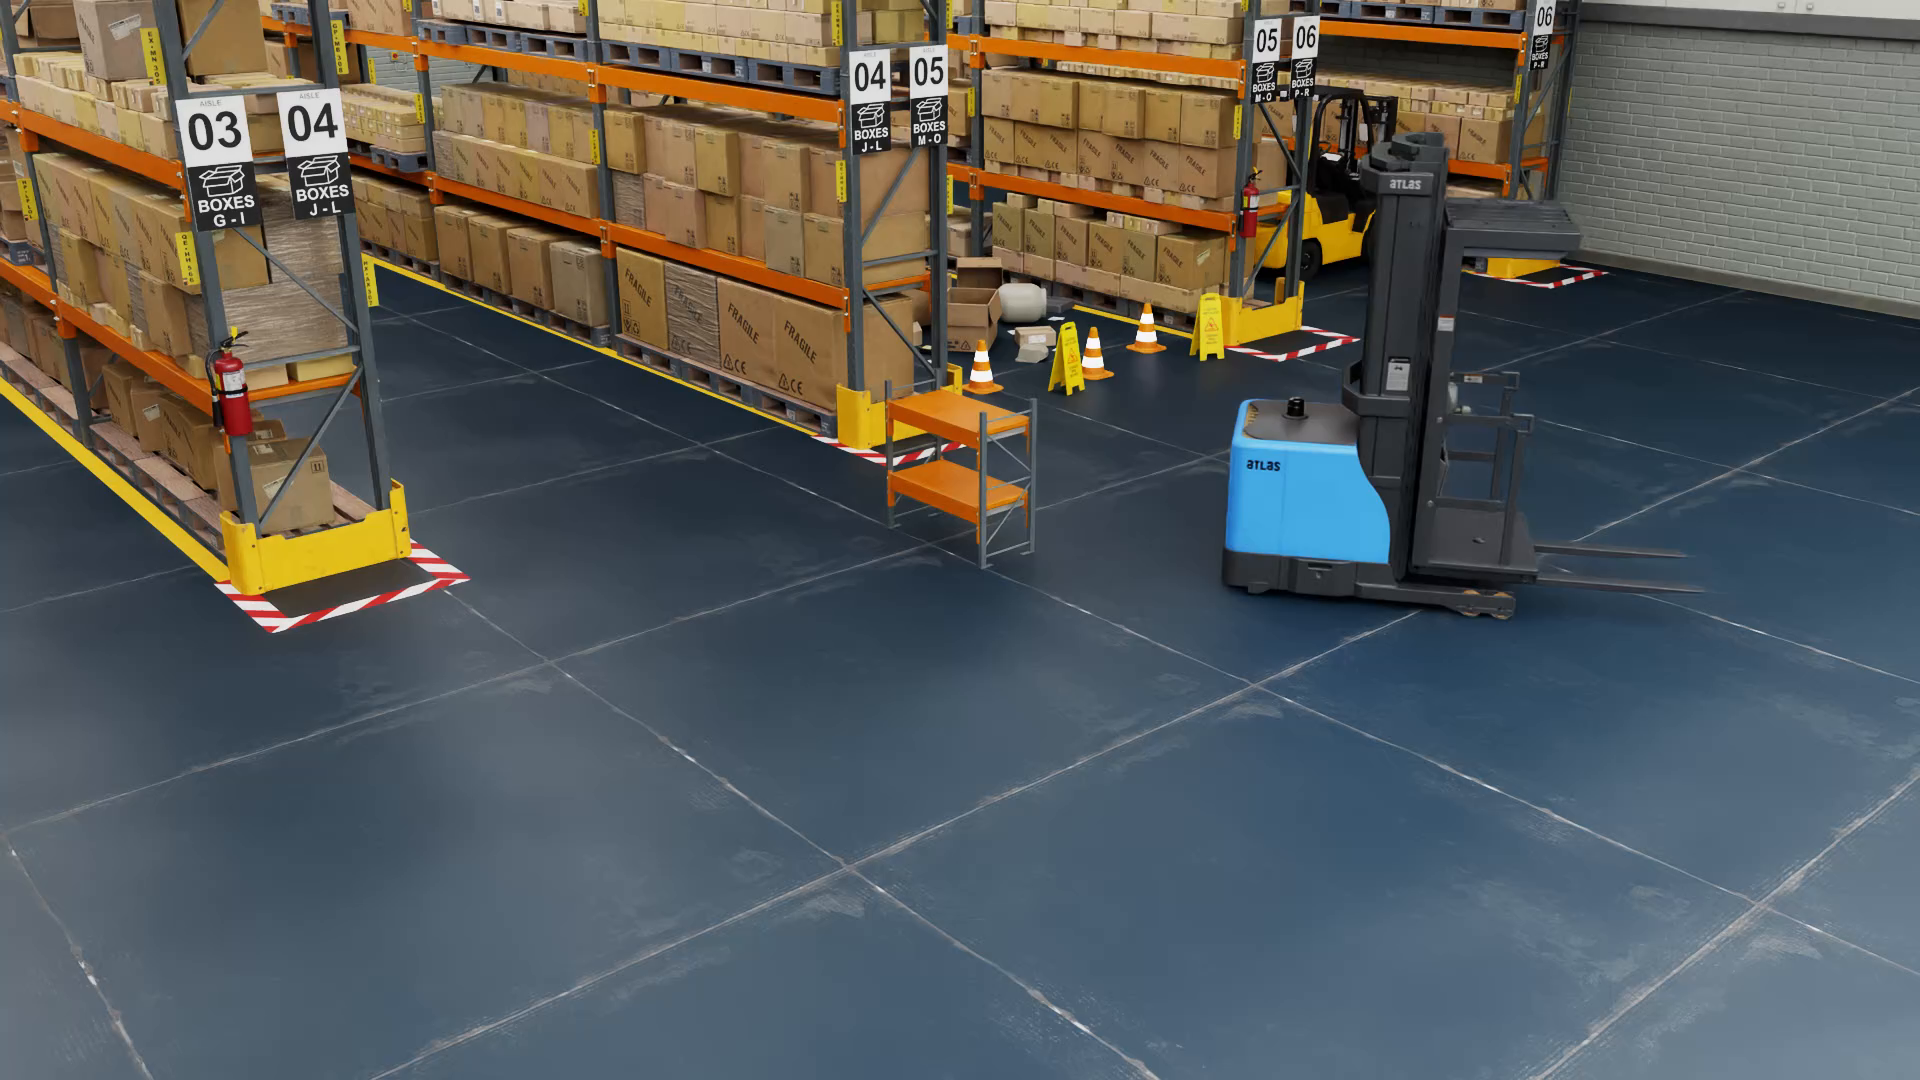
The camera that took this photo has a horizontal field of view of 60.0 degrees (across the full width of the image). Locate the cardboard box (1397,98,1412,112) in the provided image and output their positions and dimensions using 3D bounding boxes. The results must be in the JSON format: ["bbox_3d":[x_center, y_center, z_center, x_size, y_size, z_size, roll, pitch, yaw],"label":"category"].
[{"bbox_3d":[5.624,-5.450,20.760,0.380,0.149,0.250,-17,27,-37],"label":"cardboard box"}]

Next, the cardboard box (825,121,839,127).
[{"bbox_3d":[-1.524,-5.443,21.536,0.380,0.149,0.250,-17,27,-37],"label":"cardboard box"}]

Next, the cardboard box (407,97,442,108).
[{"bbox_3d":[-6.586,-5.365,20.521,0.380,0.149,0.250,-16,26,-35],"label":"cardboard box"}]

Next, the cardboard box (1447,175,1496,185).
[{"bbox_3d":[6.419,-4.420,20.979,0.500,0.250,0.500,-17,27,-37],"label":"cardboard box"}]

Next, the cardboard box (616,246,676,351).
[{"bbox_3d":[-2.777,-2.456,16.479,0.875,0.875,0.875,-17,27,-37],"label":"cardboard box"}]

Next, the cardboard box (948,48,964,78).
[{"bbox_3d":[0.082,-7.735,26.906,0.700,0.500,0.500,-18,27,-38],"label":"cardboard box"}]

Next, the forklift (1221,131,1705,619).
[{"bbox_3d":[3.316,-1.069,10.695,3.031,2.935,1.130,5,22,12],"label":"forklift"}]

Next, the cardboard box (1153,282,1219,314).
[{"bbox_3d":[2.413,-2.623,17.761,0.500,0.250,0.500,-18,27,-38],"label":"cardboard box"}]

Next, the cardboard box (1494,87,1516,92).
[{"bbox_3d":[6.734,-5.443,20.334,0.380,0.149,0.250,-16,27,-36],"label":"cardboard box"}]

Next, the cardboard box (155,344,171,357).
[{"bbox_3d":[-5.518,-1.436,11.883,0.380,0.149,0.250,-17,27,-37],"label":"cardboard box"}]

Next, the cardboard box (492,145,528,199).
[{"bbox_3d":[-4.671,-3.986,17.912,0.500,0.500,0.500,-18,28,-38],"label":"cardboard box"}]

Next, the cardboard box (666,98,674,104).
[{"bbox_3d":[-3.924,-6.315,24.199,0.500,0.250,0.500,-18,28,-38],"label":"cardboard box"}]

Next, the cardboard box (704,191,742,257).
[{"bbox_3d":[-1.824,-2.965,15.235,0.875,0.550,0.500,-17,27,-37],"label":"cardboard box"}]

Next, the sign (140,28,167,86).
[{"bbox_3d":[-4.781,-2.865,9.858,0.100,0.325,0.005,-17,27,-37],"label":"sign"}]

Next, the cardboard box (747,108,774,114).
[{"bbox_3d":[-2.571,-5.988,22.680,0.500,0.250,0.500,-18,27,-38],"label":"cardboard box"}]

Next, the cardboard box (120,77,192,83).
[{"bbox_3d":[-5.357,-3.008,11.098,0.380,0.149,0.250,-17,27,-37],"label":"cardboard box"}]

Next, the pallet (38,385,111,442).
[{"bbox_3d":[-7.468,-1.204,14.768,1.003,0.211,1.213,-17,27,-37],"label":"pallet"}]

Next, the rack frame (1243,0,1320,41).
[{"bbox_3d":[3.160,-6.335,15.819,1.000,3.000,0.127,-17,27,-37],"label":"rack frame"}]

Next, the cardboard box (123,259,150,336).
[{"bbox_3d":[-5.397,-1.784,11.881,0.875,0.500,0.500,-17,27,-37],"label":"cardboard box"}]

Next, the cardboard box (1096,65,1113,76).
[{"bbox_3d":[2.223,-6.917,24.505,0.380,0.149,0.250,-17,27,-37],"label":"cardboard box"}]

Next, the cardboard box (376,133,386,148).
[{"bbox_3d":[-6.745,-4.791,19.872,0.380,0.149,0.250,-17,27,-37],"label":"cardboard box"}]

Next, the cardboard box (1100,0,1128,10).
[{"bbox_3d":[1.689,-5.631,17.387,0.380,0.149,0.250,-17,27,-36],"label":"cardboard box"}]

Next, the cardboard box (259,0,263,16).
[{"bbox_3d":[-9.199,-7.189,22.319,0.500,0.250,0.500,-18,27,-38],"label":"cardboard box"}]

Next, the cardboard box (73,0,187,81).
[{"bbox_3d":[-5.551,-3.365,11.119,0.500,0.500,0.500,-17,27,-37],"label":"cardboard box"}]

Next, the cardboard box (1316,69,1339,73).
[{"bbox_3d":[4.877,-6.221,22.320,0.380,0.149,0.250,-18,28,-39],"label":"cardboard box"}]

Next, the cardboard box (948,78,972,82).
[{"bbox_3d":[-0.179,-5.503,20.801,0.500,0.500,0.500,-18,27,-38],"label":"cardboard box"}]

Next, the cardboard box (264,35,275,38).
[{"bbox_3d":[-9.884,-6.792,23.297,0.500,0.500,0.500,-19,28,-39],"label":"cardboard box"}]

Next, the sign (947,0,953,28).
[{"bbox_3d":[-0.100,-4.306,13.445,0.100,0.325,0.005,-17,27,-37],"label":"sign"}]

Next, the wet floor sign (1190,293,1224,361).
[{"bbox_3d":[2.473,-2.138,16.558,0.267,0.644,0.232,-8,23,-19],"label":"wet floor sign"}]

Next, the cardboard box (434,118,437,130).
[{"bbox_3d":[-6.265,-5.091,20.231,0.380,0.149,0.250,-19,28,-39],"label":"cardboard box"}]

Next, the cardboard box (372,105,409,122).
[{"bbox_3d":[-6.746,-5.070,19.767,0.380,0.149,0.250,-16,27,-36],"label":"cardboard box"}]

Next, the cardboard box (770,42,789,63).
[{"bbox_3d":[-1.330,-4.009,13.625,0.380,0.149,0.250,-17,27,-37],"label":"cardboard box"}]

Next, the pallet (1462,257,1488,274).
[{"bbox_3d":[6.387,-3.627,20.955,1.003,0.211,1.213,-17,27,-37],"label":"pallet"}]

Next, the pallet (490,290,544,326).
[{"bbox_3d":[-4.496,-2.674,18.523,1.003,0.211,1.213,-17,27,-37],"label":"pallet"}]

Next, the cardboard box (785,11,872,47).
[{"bbox_3d":[-1.055,-4.111,13.340,0.500,0.250,0.500,-17,27,-37],"label":"cardboard box"}]

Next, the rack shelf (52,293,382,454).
[{"bbox_3d":[-5.653,-1.400,12.432,1.077,0.370,4.000,-17,27,-37],"label":"rack shelf"}]

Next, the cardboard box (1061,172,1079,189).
[{"bbox_3d":[1.340,-4.011,18.455,0.380,0.149,0.250,-17,27,-37],"label":"cardboard box"}]

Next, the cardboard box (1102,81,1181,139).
[{"bbox_3d":[1.926,-4.539,17.545,0.700,0.500,0.500,-18,28,-38],"label":"cardboard box"}]

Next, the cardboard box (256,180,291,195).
[{"bbox_3d":[-4.821,-2.190,11.545,0.500,0.500,0.500,-17,27,-37],"label":"cardboard box"}]

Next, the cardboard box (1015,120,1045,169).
[{"bbox_3d":[0.970,-4.511,18.842,0.500,0.500,0.500,-18,27,-38],"label":"cardboard box"}]

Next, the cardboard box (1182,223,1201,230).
[{"bbox_3d":[2.482,-3.244,18.321,0.500,0.500,0.500,-19,28,-39],"label":"cardboard box"}]

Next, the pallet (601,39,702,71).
[{"bbox_3d":[-2.609,-4.567,15.540,1.003,0.211,1.213,-17,27,-37],"label":"pallet"}]

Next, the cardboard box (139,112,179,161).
[{"bbox_3d":[-4.855,-2.582,10.556,0.500,0.250,0.500,-17,27,-36],"label":"cardboard box"}]

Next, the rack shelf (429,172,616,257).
[{"bbox_3d":[-4.441,-3.658,18.197,1.077,0.370,4.000,-17,27,-37],"label":"rack shelf"}]

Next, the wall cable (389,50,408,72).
[{"bbox_3d":[-10.982,-10.002,31.972,0.585,1.953,0.123,-17,27,-37],"label":"wall cable"}]

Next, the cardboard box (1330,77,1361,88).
[{"bbox_3d":[4.983,-5.878,21.443,0.380,0.149,0.250,-18,28,-38],"label":"cardboard box"}]

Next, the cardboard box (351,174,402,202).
[{"bbox_3d":[-7.396,-4.476,21.122,0.500,0.250,0.500,-16,27,-35],"label":"cardboard box"}]

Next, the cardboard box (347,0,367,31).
[{"bbox_3d":[-6.971,-6.360,19.859,0.500,0.500,0.500,-17,27,-37],"label":"cardboard box"}]

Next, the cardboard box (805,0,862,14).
[{"bbox_3d":[-1.001,-4.241,13.123,0.380,0.149,0.250,-17,27,-37],"label":"cardboard box"}]

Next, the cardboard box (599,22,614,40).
[{"bbox_3d":[-3.155,-4.781,15.595,0.380,0.149,0.250,-18,28,-38],"label":"cardboard box"}]

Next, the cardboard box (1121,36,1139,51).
[{"bbox_3d":[1.901,-5.214,17.414,0.380,0.149,0.250,-18,28,-39],"label":"cardboard box"}]

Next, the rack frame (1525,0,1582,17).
[{"bbox_3d":[6.918,-7.518,18.838,1.000,3.000,0.127,-17,27,-37],"label":"rack frame"}]

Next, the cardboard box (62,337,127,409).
[{"bbox_3d":[-7.343,-1.503,14.533,0.500,0.500,0.700,20,29,41],"label":"cardboard box"}]

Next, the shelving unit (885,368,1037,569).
[{"bbox_3d":[-0.004,-0.526,11.784,0.538,1.125,1.048,-17,27,-37],"label":"shelving unit"}]

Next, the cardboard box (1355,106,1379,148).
[{"bbox_3d":[5.395,-5.267,21.183,0.500,0.500,0.500,-17,27,-37],"label":"cardboard box"}]

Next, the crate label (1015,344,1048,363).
[{"bbox_3d":[0.723,-1.865,16.557,0.298,0.136,0.250,7,23,18],"label":"crate label"}]

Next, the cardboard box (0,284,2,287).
[{"bbox_3d":[-10.004,-2.794,17.343,1.225,0.875,0.875,-19,28,-40],"label":"cardboard box"}]

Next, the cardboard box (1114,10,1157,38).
[{"bbox_3d":[1.952,-5.366,17.255,0.500,0.250,0.500,-17,27,-36],"label":"cardboard box"}]
